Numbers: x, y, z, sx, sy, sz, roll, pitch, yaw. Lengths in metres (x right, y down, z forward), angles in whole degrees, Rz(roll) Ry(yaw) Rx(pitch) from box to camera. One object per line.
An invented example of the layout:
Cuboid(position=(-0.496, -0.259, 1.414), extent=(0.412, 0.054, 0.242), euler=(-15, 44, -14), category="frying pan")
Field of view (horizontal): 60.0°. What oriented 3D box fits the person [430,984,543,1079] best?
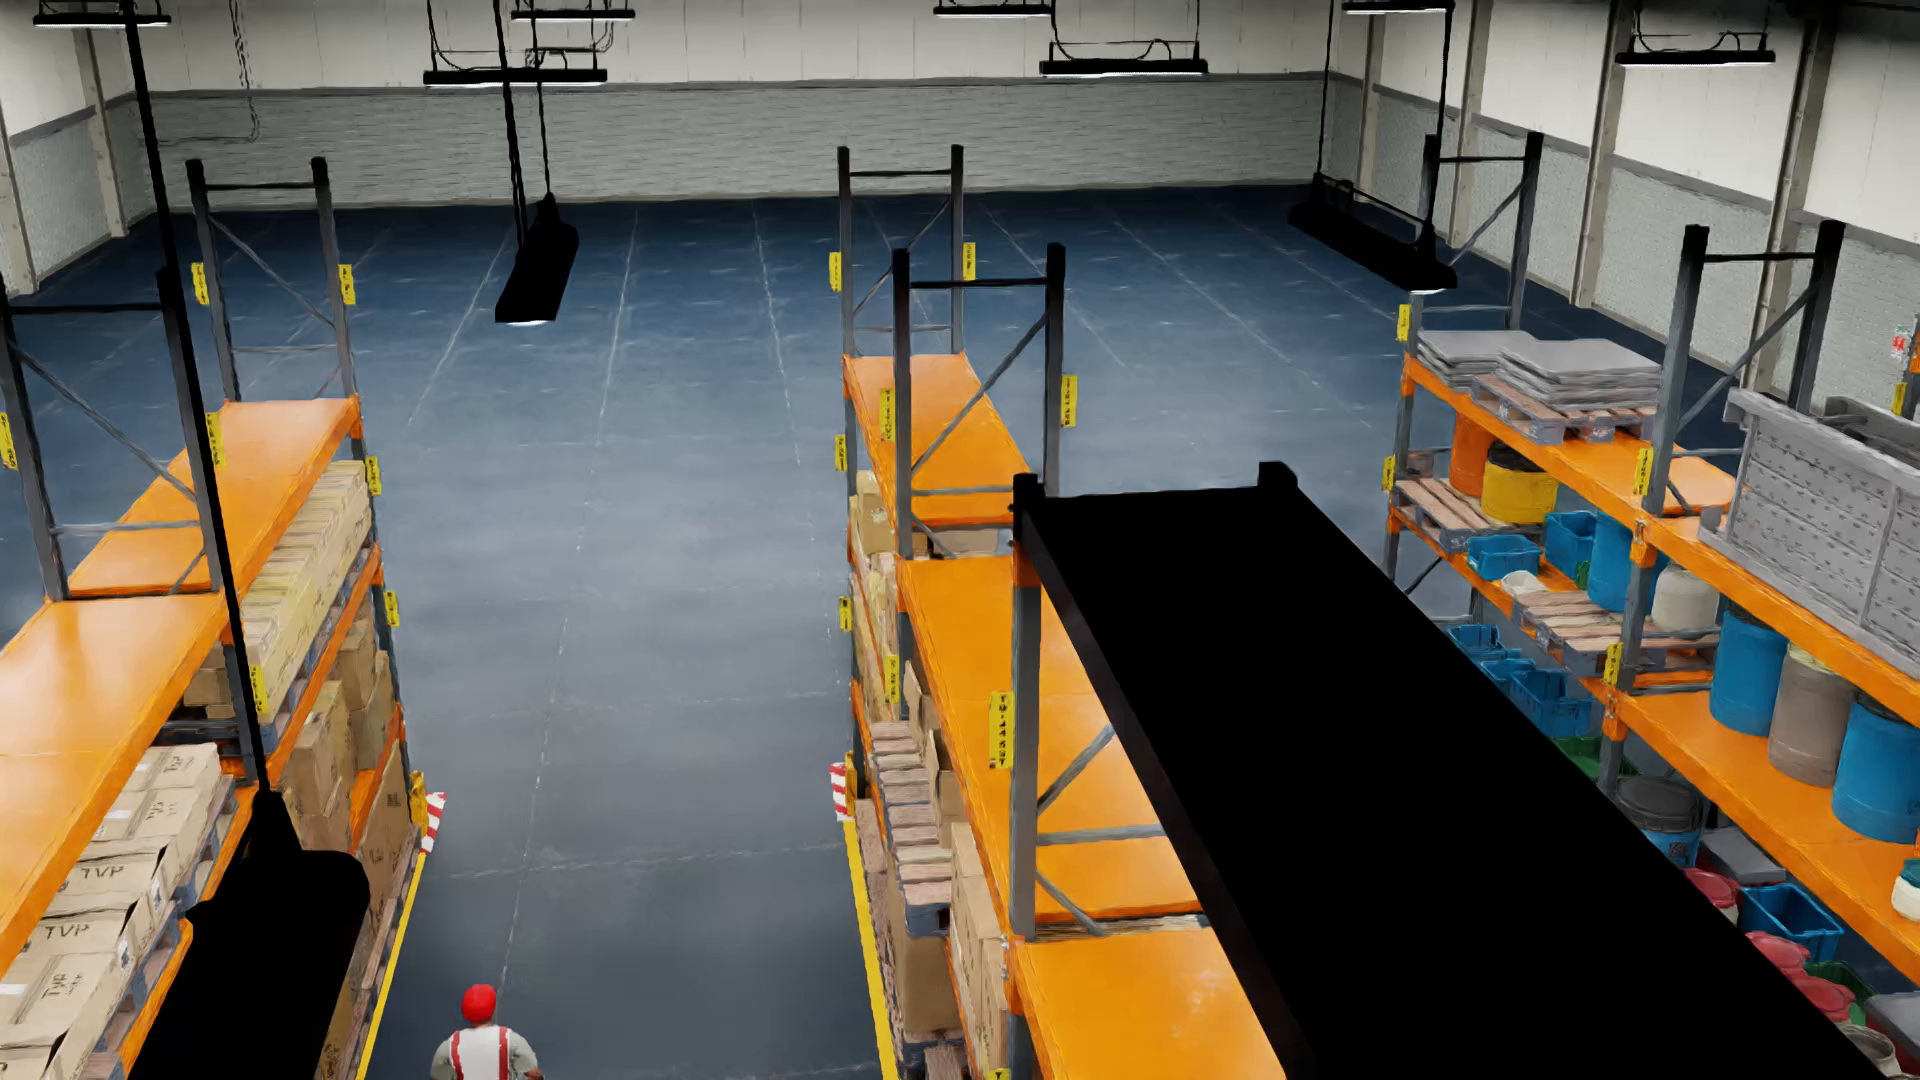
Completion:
Cuboid(position=(-2.903, 3.563, 10.301), extent=(0.677, 1.742, 0.552), euler=(-4, 22, -9), category="person")
